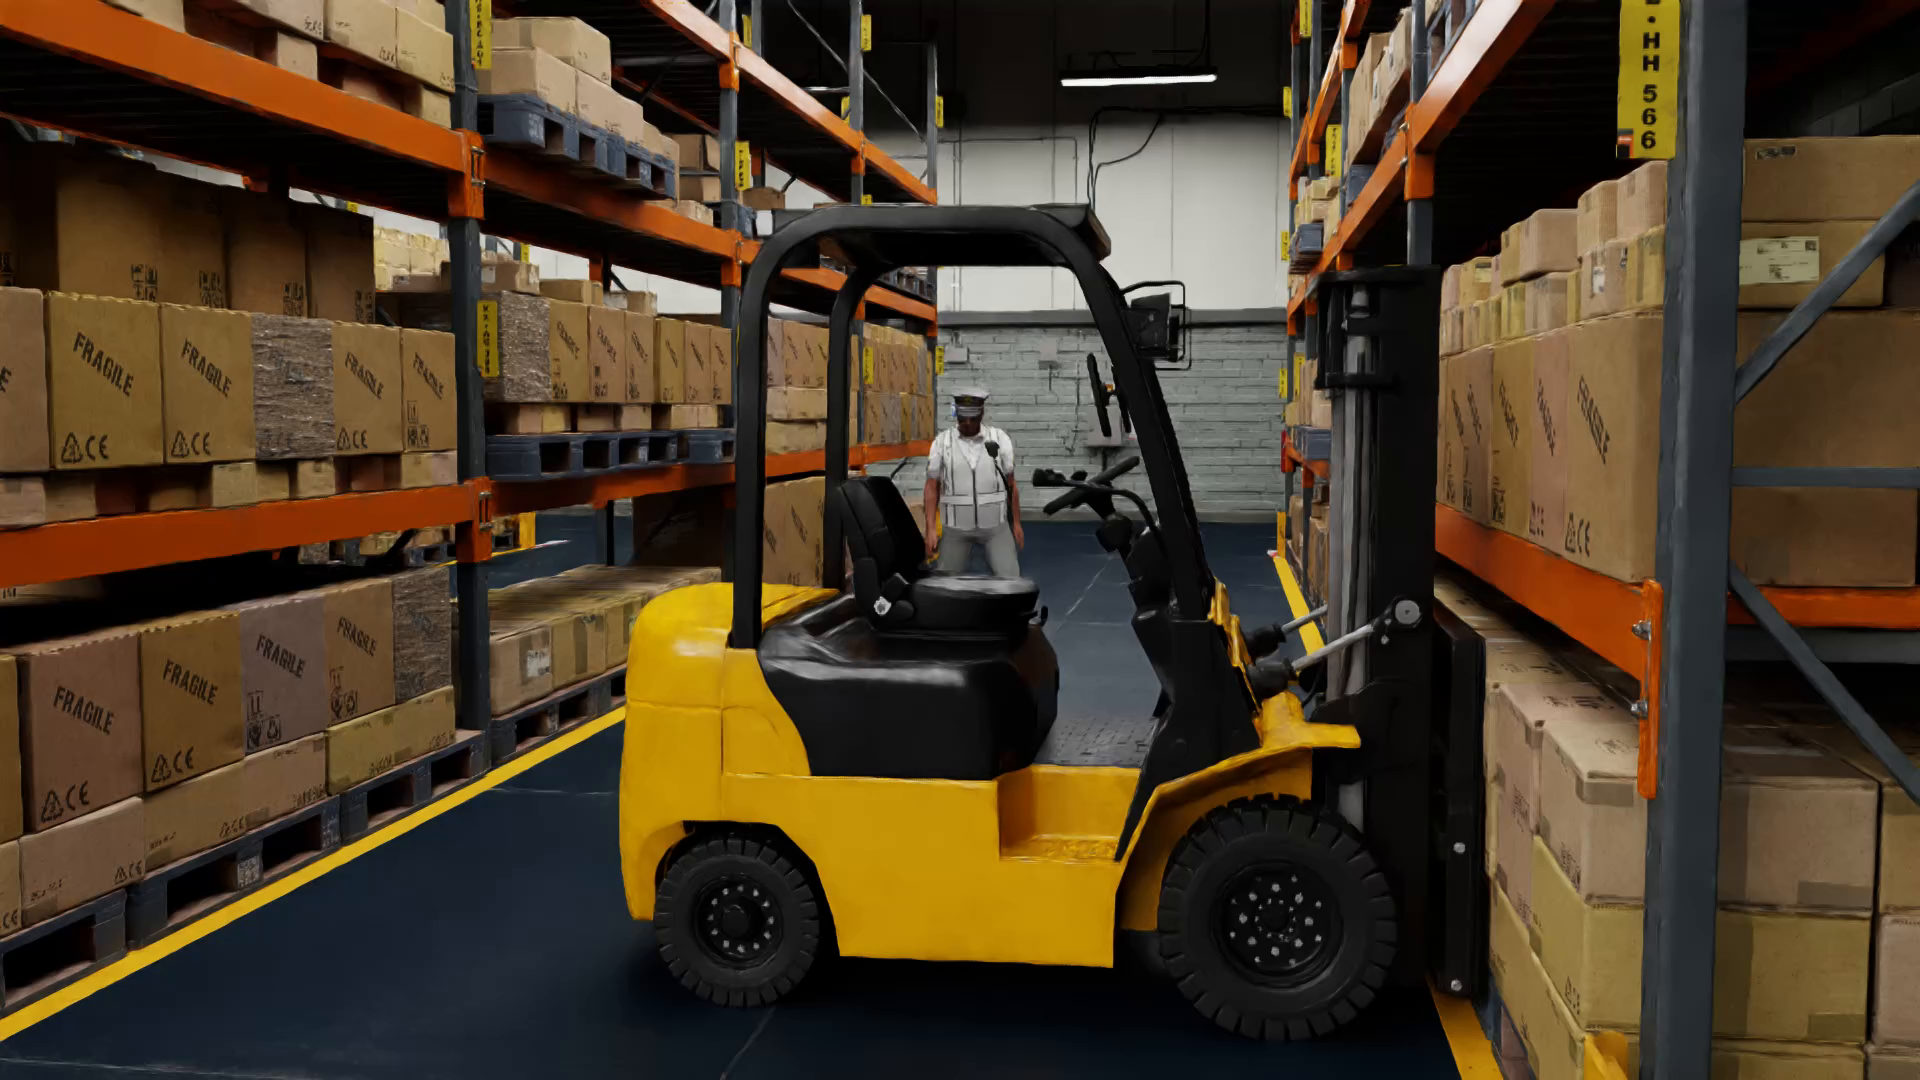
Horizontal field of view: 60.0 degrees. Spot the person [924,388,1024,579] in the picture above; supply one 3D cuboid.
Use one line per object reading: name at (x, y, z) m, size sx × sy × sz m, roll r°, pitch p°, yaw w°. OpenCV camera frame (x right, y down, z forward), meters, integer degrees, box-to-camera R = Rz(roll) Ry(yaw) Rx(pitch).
person at (0.139, -0.058, 10.171) m, size 0.714 × 1.740 × 0.495 m, roll 0°, pitch 4°, yaw -2°
